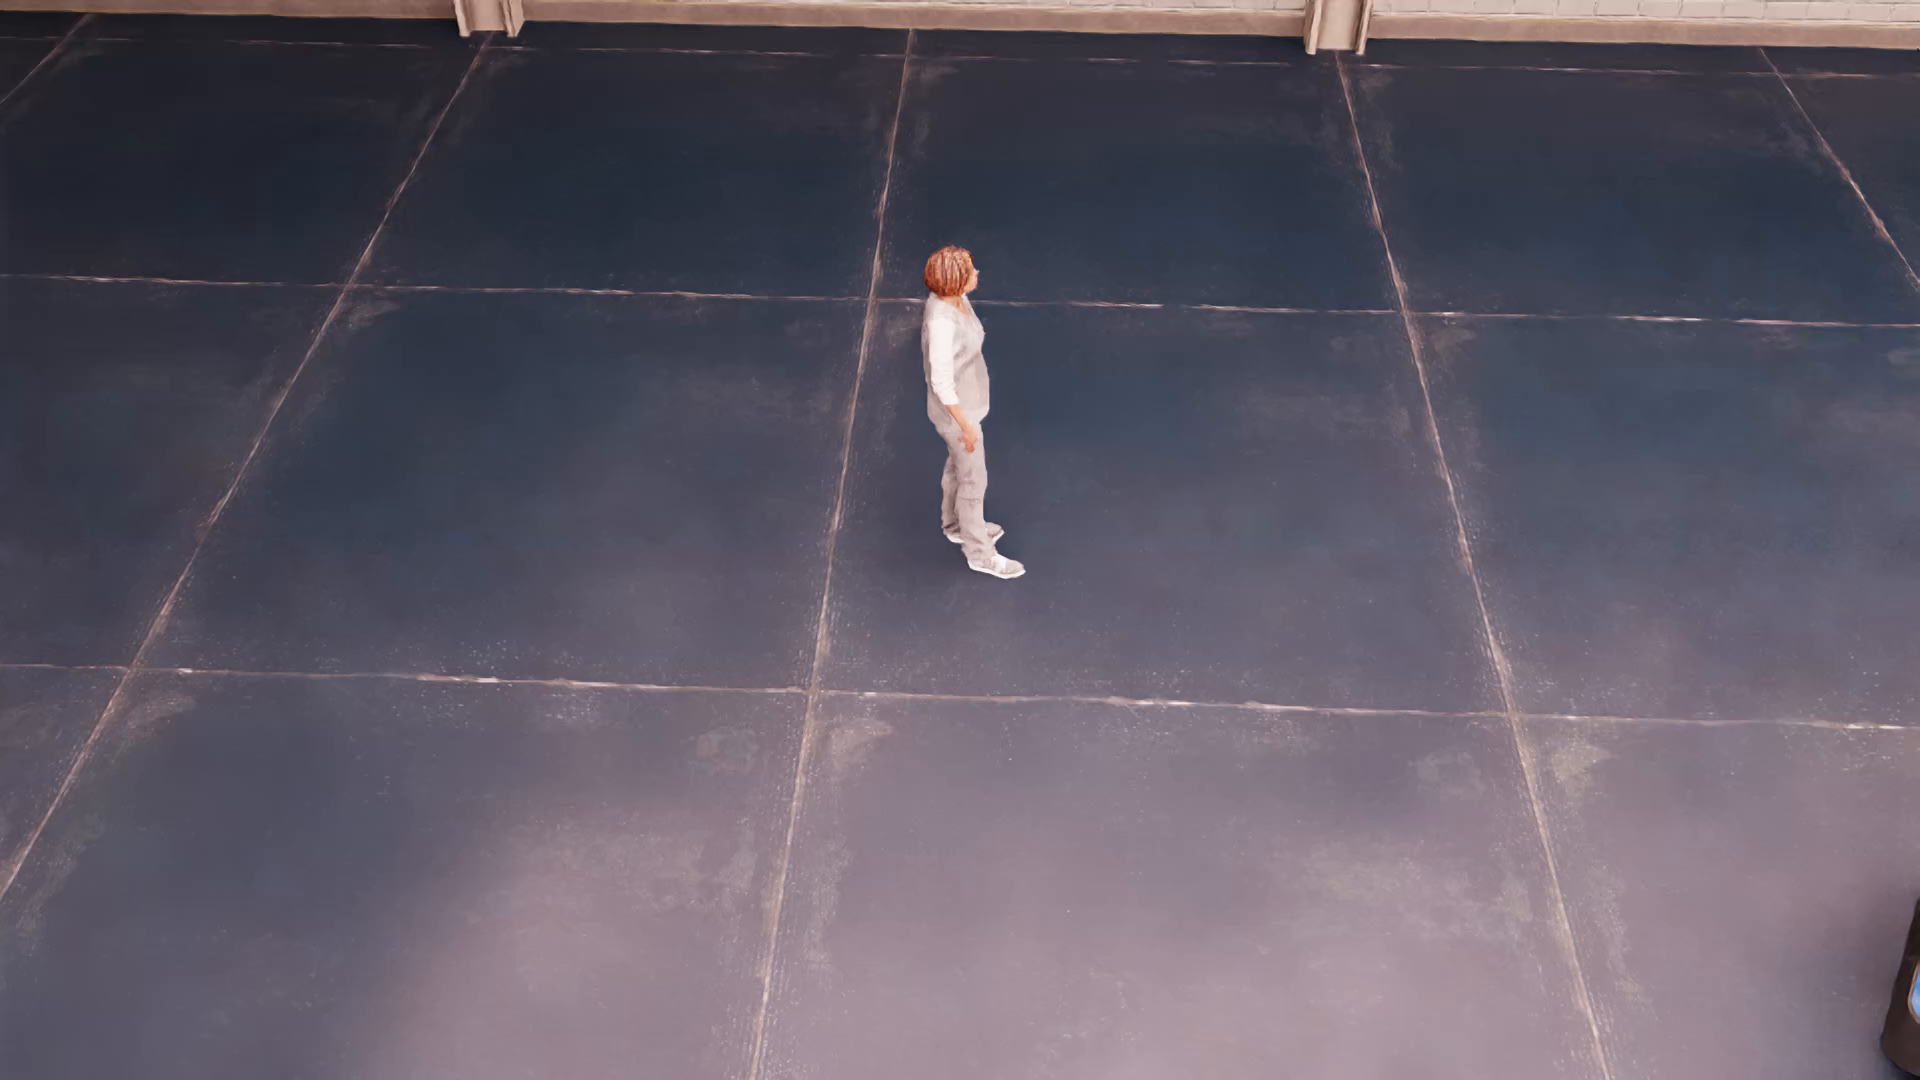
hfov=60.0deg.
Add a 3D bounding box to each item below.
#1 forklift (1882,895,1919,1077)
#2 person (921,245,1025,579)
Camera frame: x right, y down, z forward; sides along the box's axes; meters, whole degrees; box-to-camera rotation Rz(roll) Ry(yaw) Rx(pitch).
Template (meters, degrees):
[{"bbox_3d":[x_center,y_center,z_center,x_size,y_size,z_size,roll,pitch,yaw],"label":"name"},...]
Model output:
[{"bbox_3d":[4.764,1.043,4.599,3.031,2.935,1.130,24,47,24],"label":"forklift"},{"bbox_3d":[0.073,-0.584,7.360,0.474,1.597,0.521,2,42,2],"label":"person"}]
